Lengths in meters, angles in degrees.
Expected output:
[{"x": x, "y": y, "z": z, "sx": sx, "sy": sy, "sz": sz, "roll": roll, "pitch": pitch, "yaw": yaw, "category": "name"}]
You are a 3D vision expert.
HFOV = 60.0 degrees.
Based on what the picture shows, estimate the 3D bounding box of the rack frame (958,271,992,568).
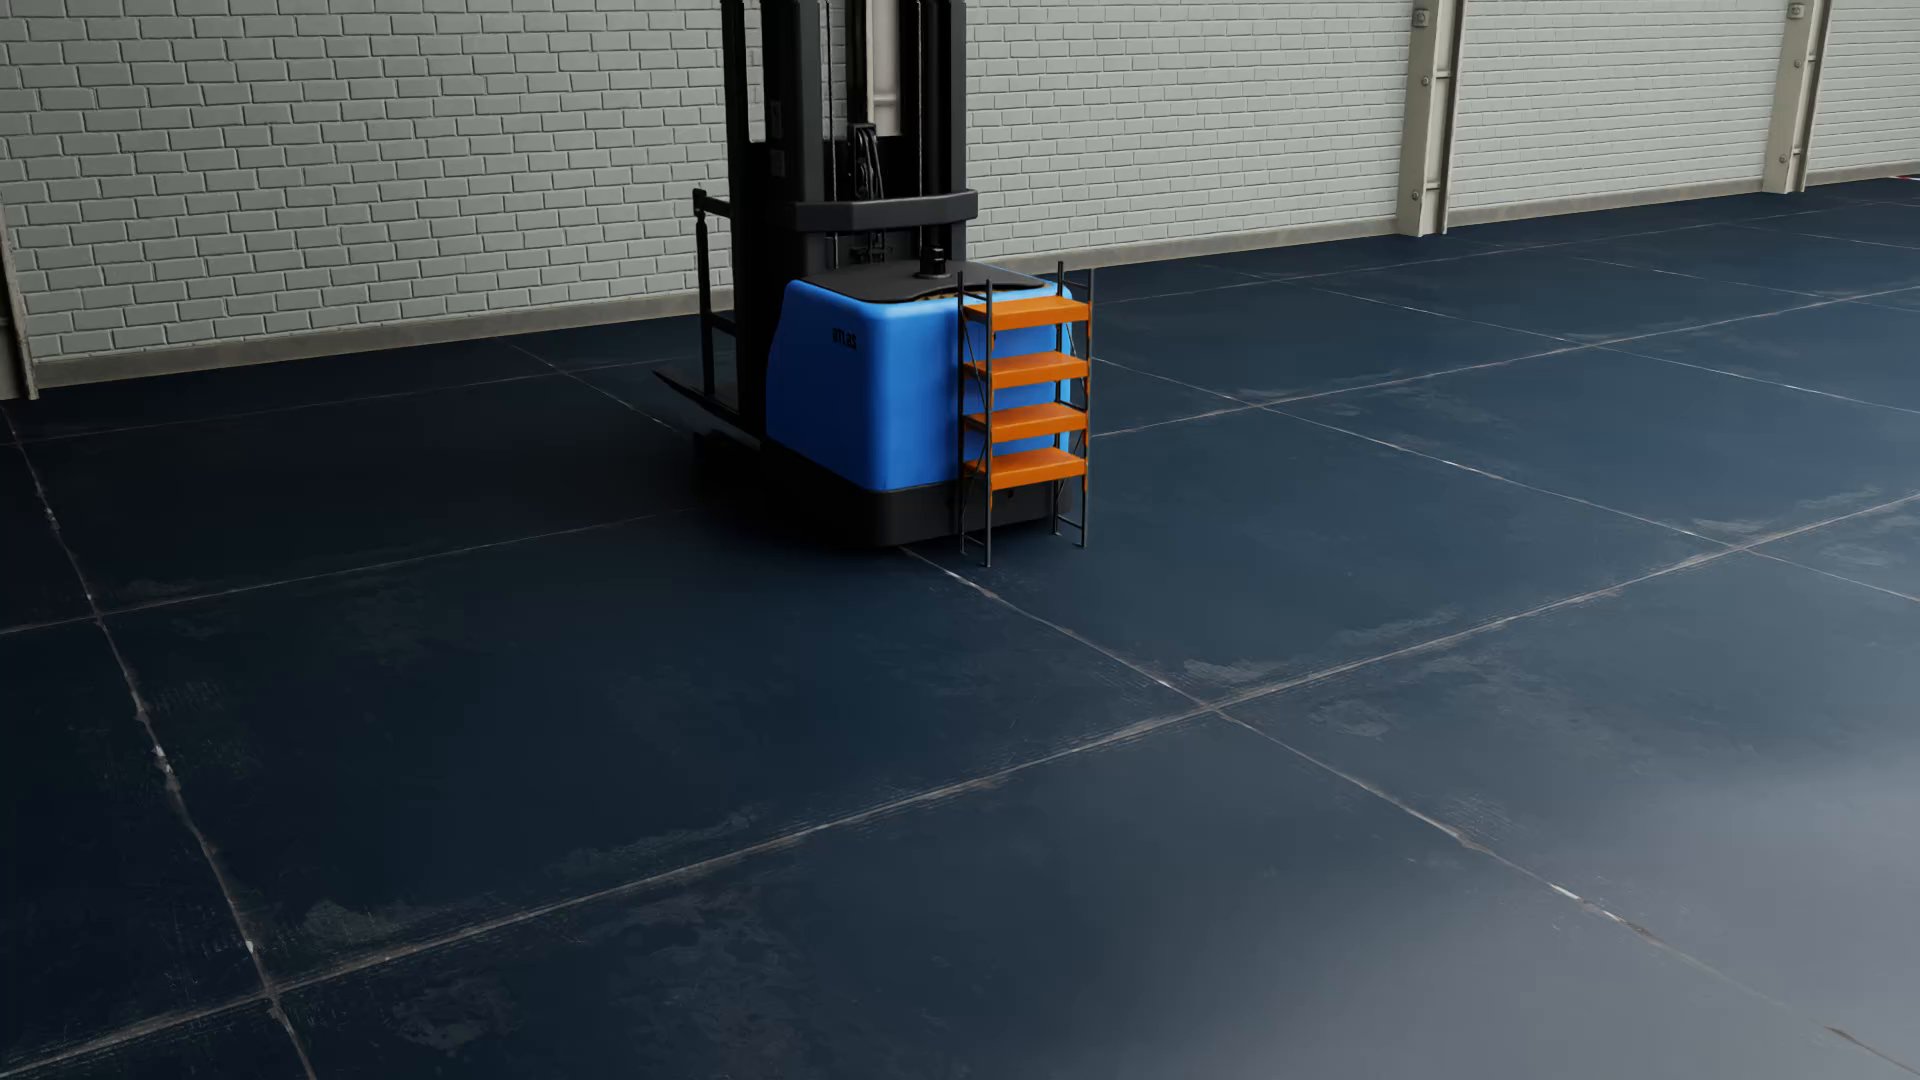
[{"x": 0.058, "y": -0.484, "z": 6.804, "sx": 0.015, "sy": 1.200, "sz": 0.240, "roll": -11, "pitch": 22, "yaw": -29, "category": "rack frame"}]

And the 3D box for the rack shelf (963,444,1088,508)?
[{"x": 0.268, "y": -0.273, "z": 7.008, "sx": 0.480, "sy": 0.148, "sz": 0.258, "roll": -11, "pitch": 22, "yaw": -29, "category": "rack shelf"}]

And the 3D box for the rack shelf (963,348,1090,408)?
[{"x": 0.268, "y": -0.673, "z": 6.873, "sx": 0.480, "sy": 0.148, "sz": 0.258, "roll": -11, "pitch": 22, "yaw": -29, "category": "rack shelf"}]

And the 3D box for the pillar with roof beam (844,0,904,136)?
[{"x": 1.770, "y": -4.996, "z": 7.973, "sx": 0.400, "sy": 9.000, "sz": 9.100, "roll": -12, "pitch": 22, "yaw": -31, "category": "pillar with roof beam"}]

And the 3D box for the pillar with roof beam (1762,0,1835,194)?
[{"x": 11.792, "y": -7.110, "z": 14.225, "sx": 0.400, "sy": 9.000, "sz": 9.100, "roll": -12, "pitch": 22, "yaw": -31, "category": "pillar with roof beam"}]

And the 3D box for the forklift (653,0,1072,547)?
[{"x": -0.684, "y": -1.782, "z": 7.939, "sx": 1.130, "sy": 2.935, "sz": 3.031, "roll": -11, "pitch": 21, "yaw": -29, "category": "forklift"}]

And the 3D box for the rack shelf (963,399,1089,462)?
[{"x": 0.268, "y": -0.461, "z": 6.945, "sx": 0.480, "sy": 0.148, "sz": 0.258, "roll": -11, "pitch": 22, "yaw": -29, "category": "rack shelf"}]

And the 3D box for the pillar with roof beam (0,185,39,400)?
[{"x": -3.241, "y": -3.939, "z": 4.847, "sx": 0.400, "sy": 9.000, "sz": 9.100, "roll": -12, "pitch": 22, "yaw": -31, "category": "pillar with roof beam"}]

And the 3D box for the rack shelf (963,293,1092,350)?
[{"x": 0.268, "y": -0.897, "z": 6.797, "sx": 0.480, "sy": 0.148, "sz": 0.258, "roll": -11, "pitch": 22, "yaw": -29, "category": "rack shelf"}]

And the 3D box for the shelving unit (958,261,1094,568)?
[{"x": 0.268, "y": -0.525, "z": 6.923, "sx": 0.503, "sy": 1.200, "sz": 0.258, "roll": -11, "pitch": 22, "yaw": -29, "category": "shelving unit"}]

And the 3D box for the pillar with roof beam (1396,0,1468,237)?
[{"x": 6.781, "y": -6.053, "z": 11.099, "sx": 0.400, "sy": 9.000, "sz": 9.100, "roll": -12, "pitch": 22, "yaw": -31, "category": "pillar with roof beam"}]

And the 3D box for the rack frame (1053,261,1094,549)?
[{"x": 0.477, "y": -0.565, "z": 7.042, "sx": 0.015, "sy": 1.200, "sz": 0.240, "roll": -11, "pitch": 22, "yaw": -29, "category": "rack frame"}]
